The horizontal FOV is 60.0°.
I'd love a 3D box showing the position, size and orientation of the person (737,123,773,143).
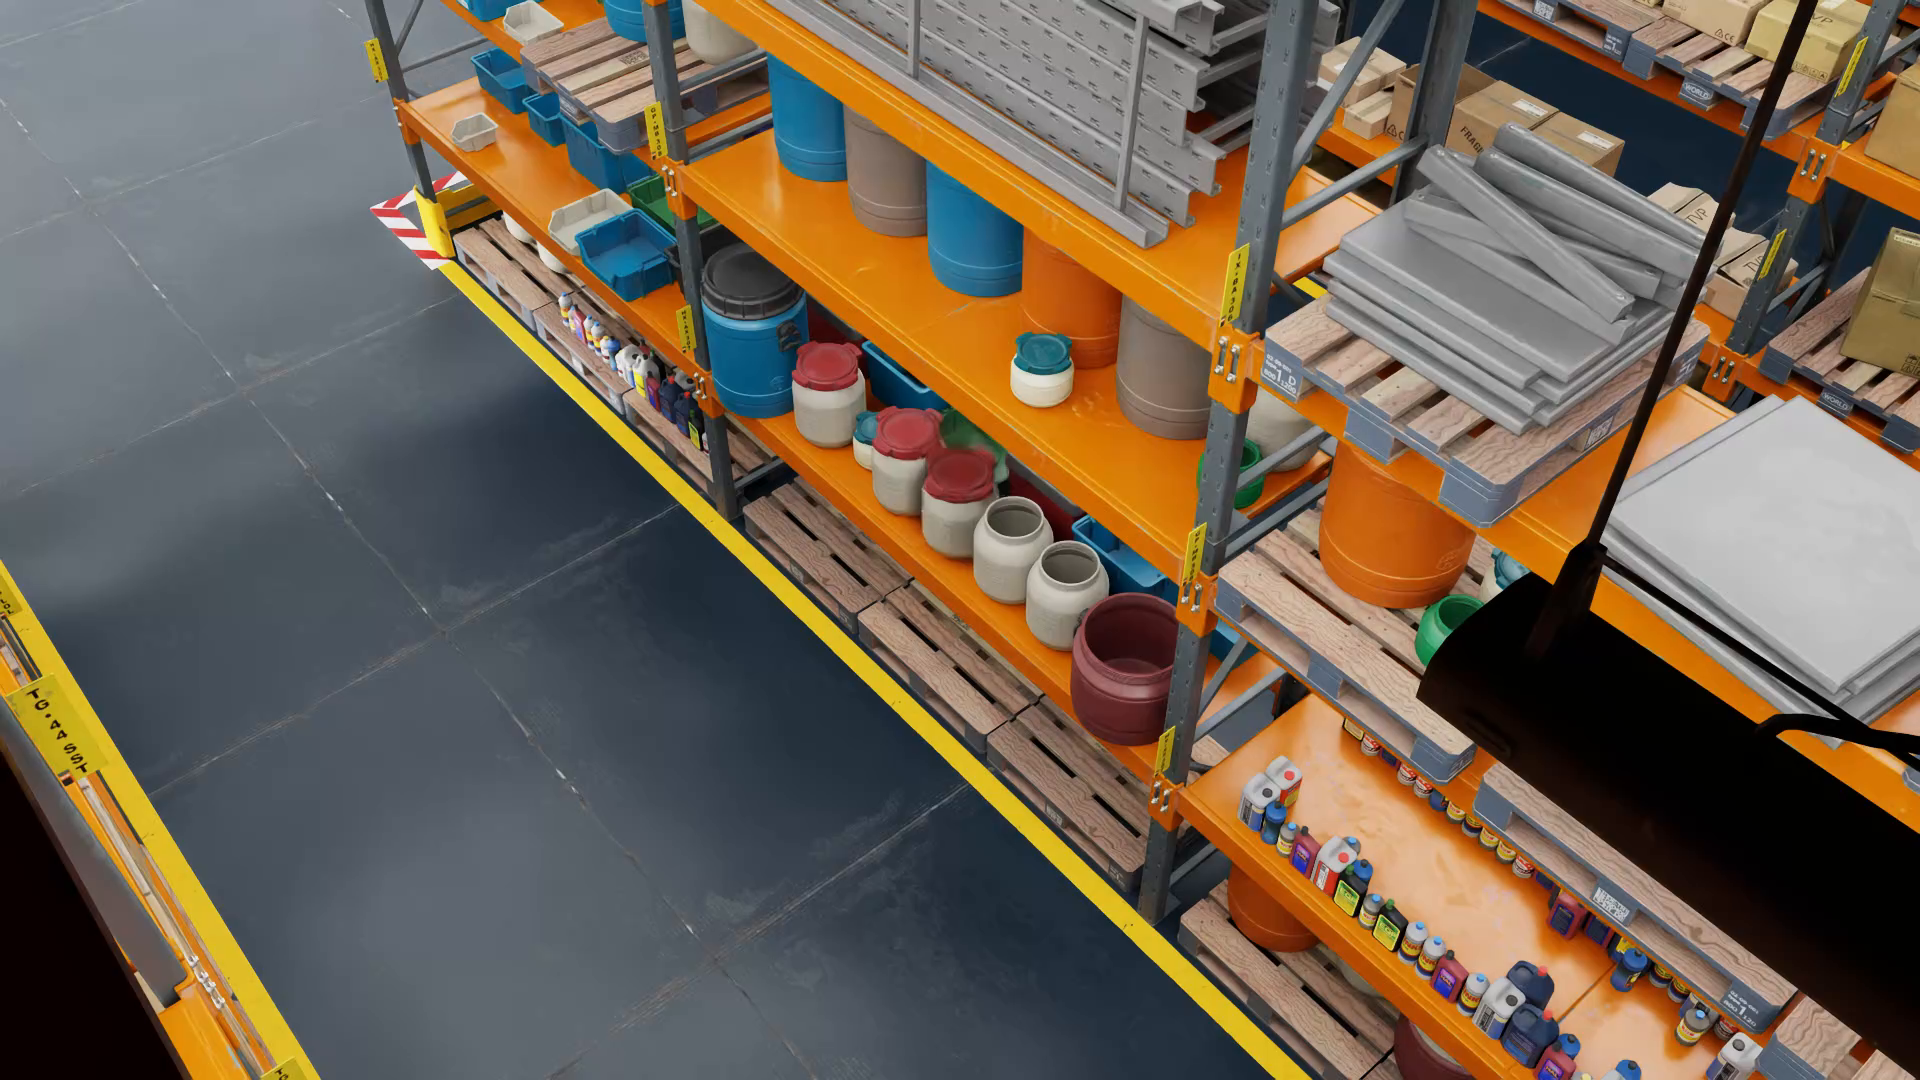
[{"bbox_3d":[-1.538,-3.141,12.858,0.871,1.594,0.514,25,51,22],"label":"person"}]
